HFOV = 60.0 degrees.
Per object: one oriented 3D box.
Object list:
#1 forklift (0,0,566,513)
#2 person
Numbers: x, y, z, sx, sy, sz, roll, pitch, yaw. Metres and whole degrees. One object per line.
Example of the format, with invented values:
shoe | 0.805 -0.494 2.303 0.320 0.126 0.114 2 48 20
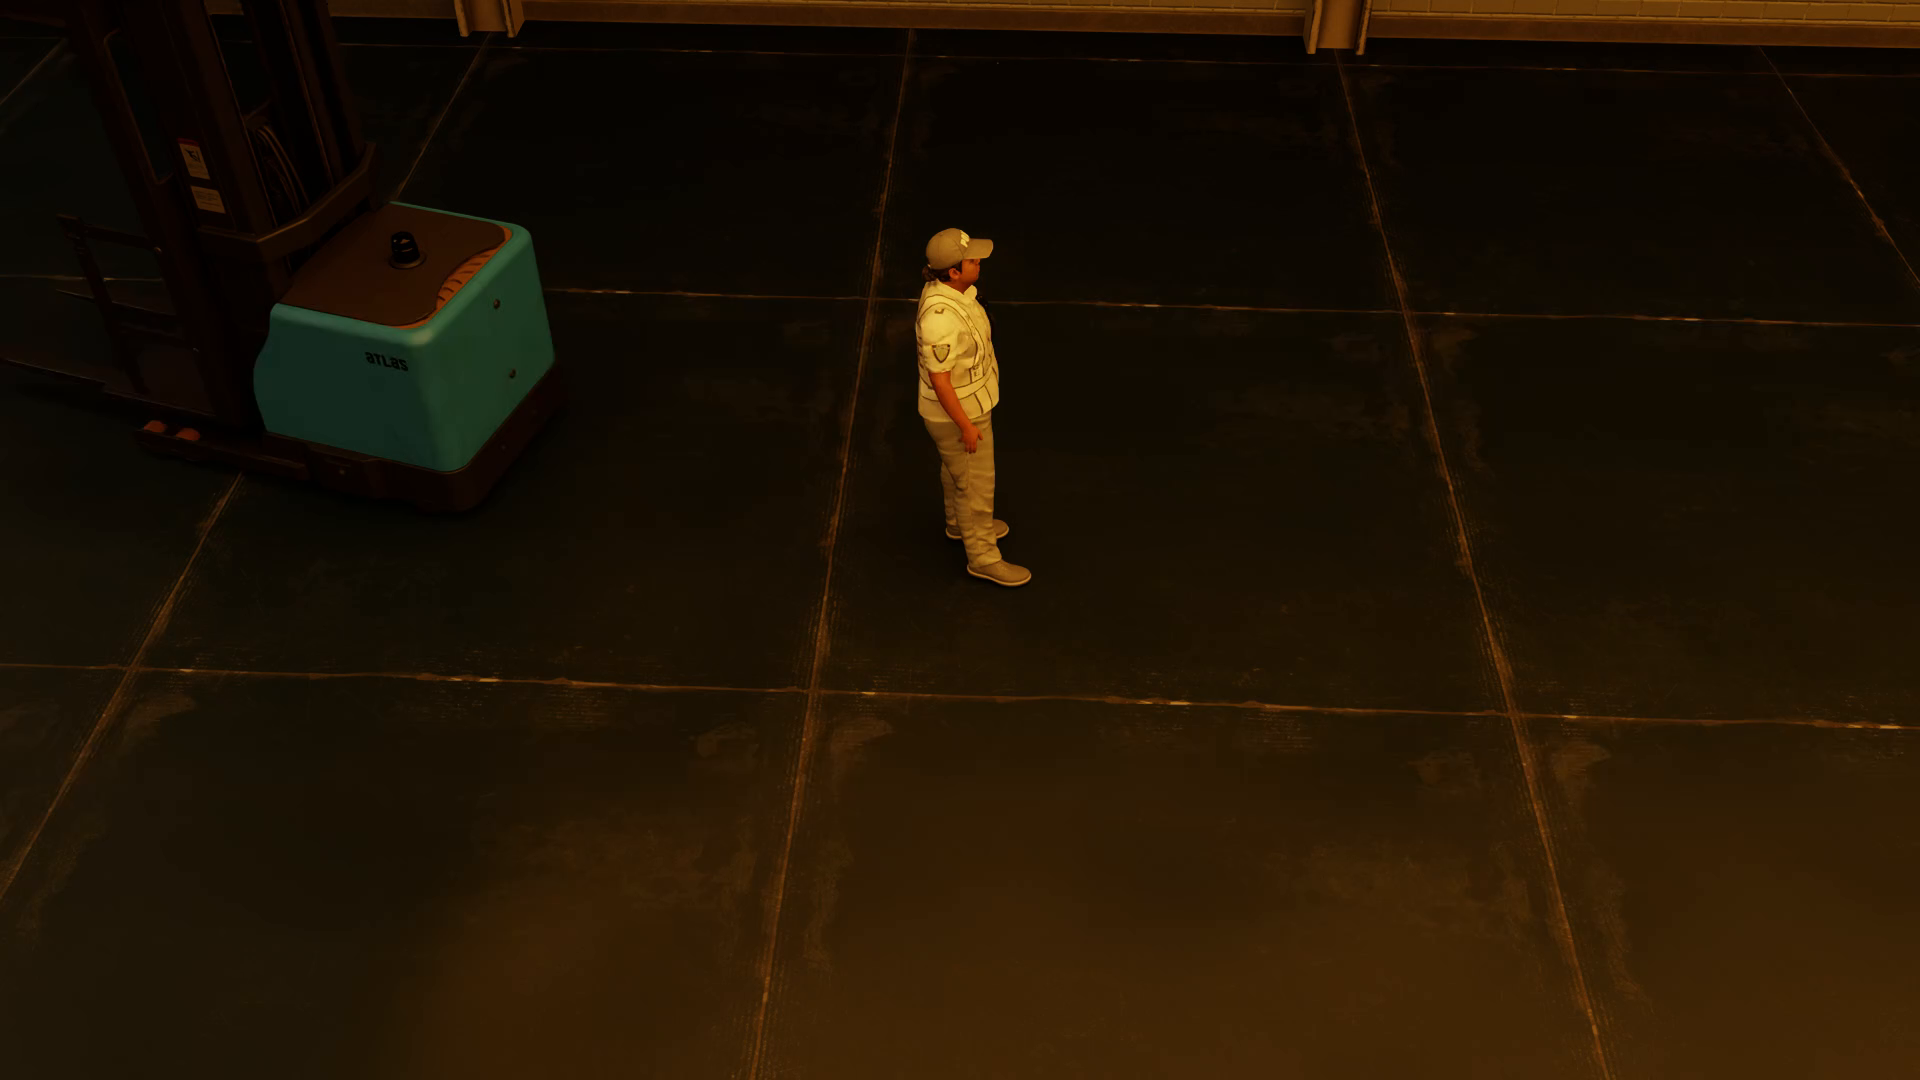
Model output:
forklift | -3.617 -1.802 7.716 3.031 2.935 1.130 13 44 13
person | 0.075 -0.603 7.330 0.529 1.670 0.598 2 42 2
